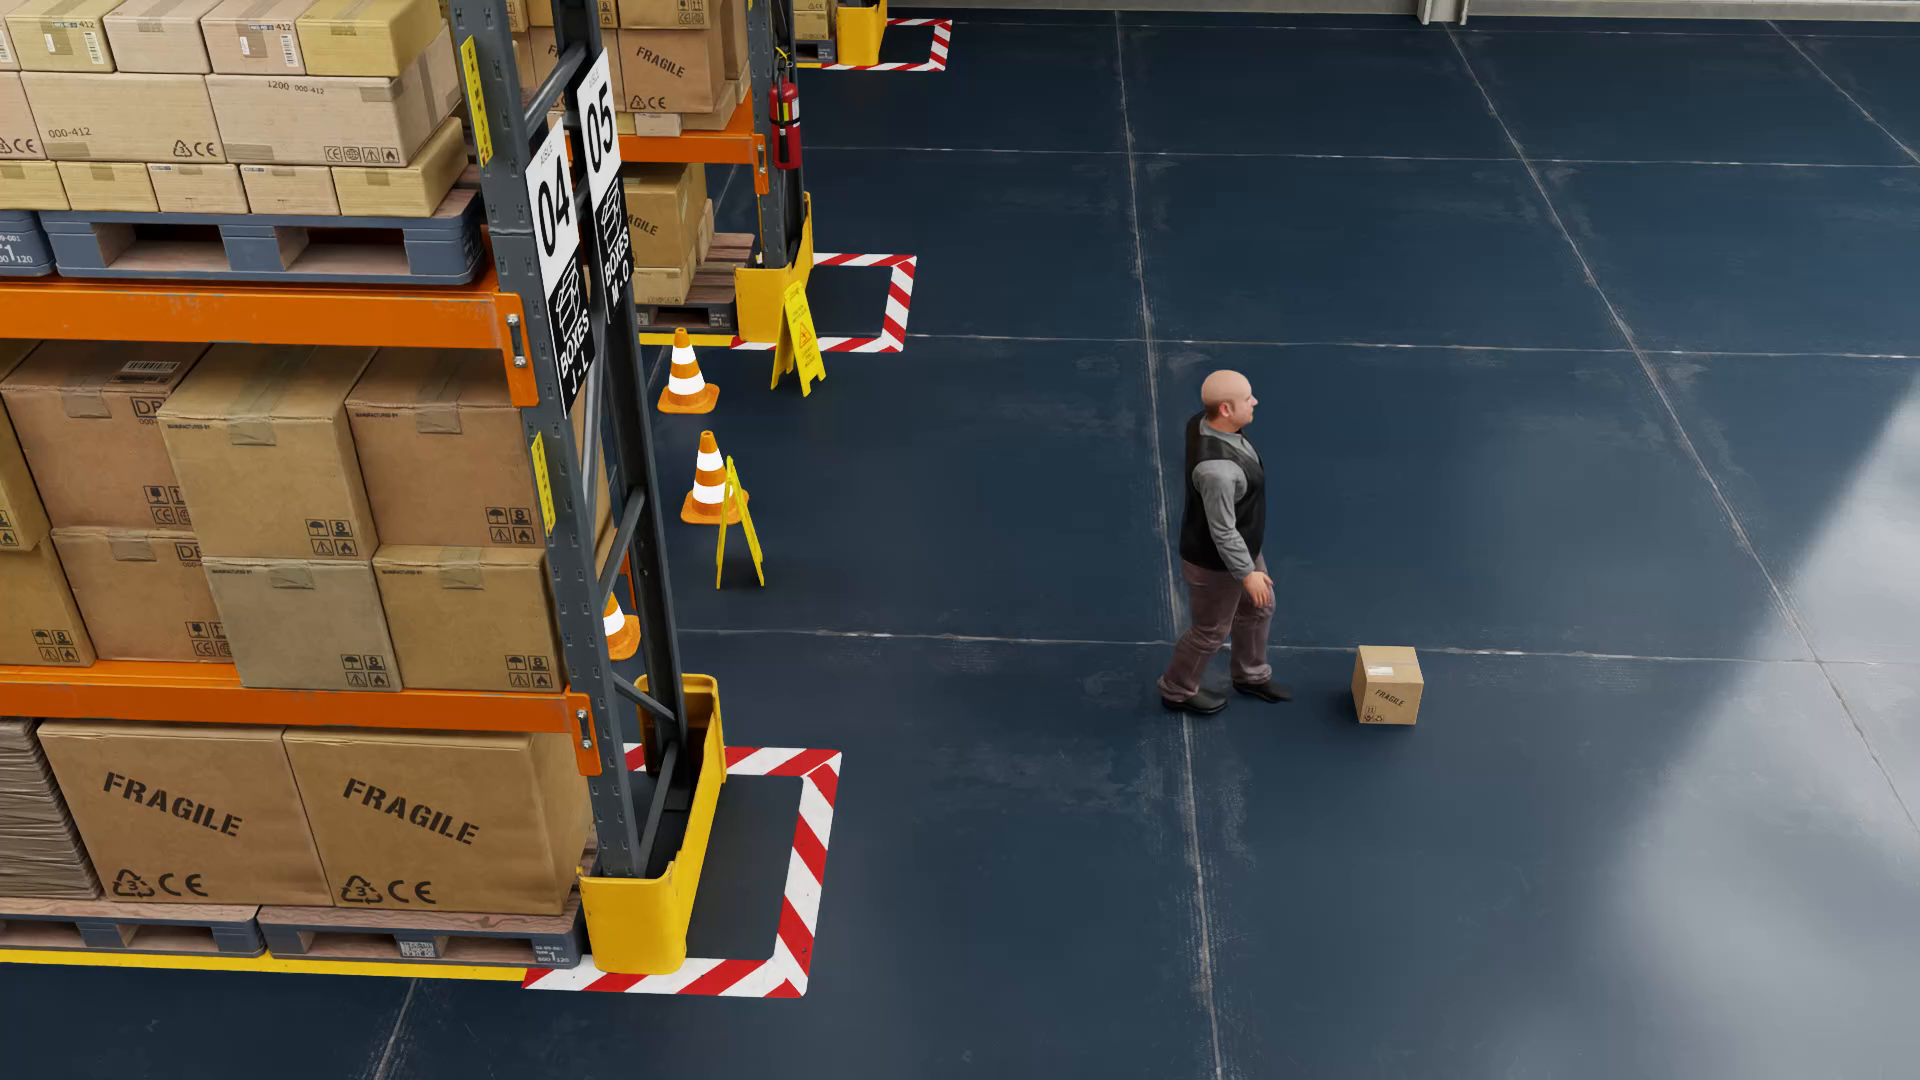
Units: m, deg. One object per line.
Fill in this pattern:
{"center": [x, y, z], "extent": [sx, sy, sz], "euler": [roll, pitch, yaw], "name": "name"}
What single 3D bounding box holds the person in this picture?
{"center": [1.194, 0.079, 7.044], "extent": [0.620, 1.752, 0.584], "euler": [7, 36, 10], "name": "person"}
